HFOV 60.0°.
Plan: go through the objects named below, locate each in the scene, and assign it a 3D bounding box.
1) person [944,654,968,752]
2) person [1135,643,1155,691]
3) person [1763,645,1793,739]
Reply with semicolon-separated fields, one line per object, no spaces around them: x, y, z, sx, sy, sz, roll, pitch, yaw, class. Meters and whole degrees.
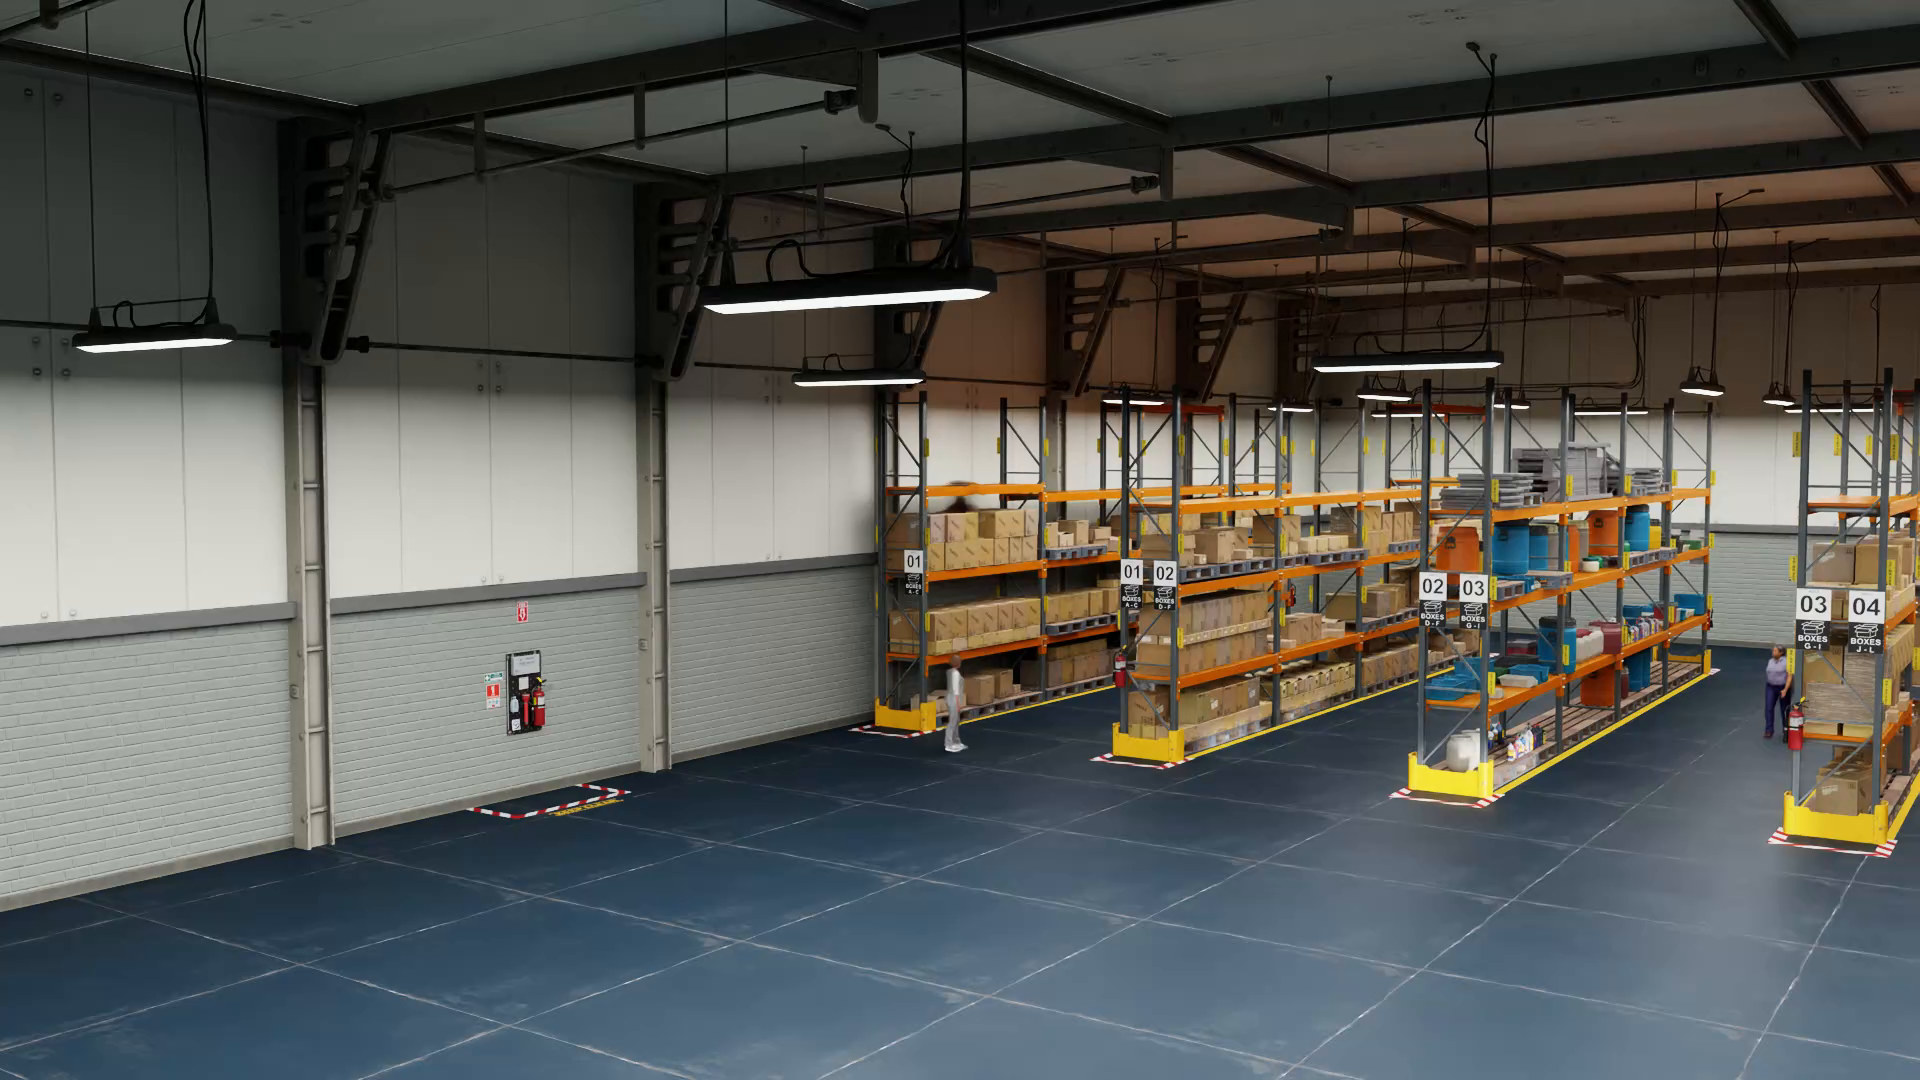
-0.048;2.693;27.444;0.447;1.613;0.492;-1;3;-11;person
3.572;2.382;31.991;0.356;1.694;0.549;2;4;33;person
14.154;2.601;28.735;0.443;1.593;0.988;2;4;33;person
